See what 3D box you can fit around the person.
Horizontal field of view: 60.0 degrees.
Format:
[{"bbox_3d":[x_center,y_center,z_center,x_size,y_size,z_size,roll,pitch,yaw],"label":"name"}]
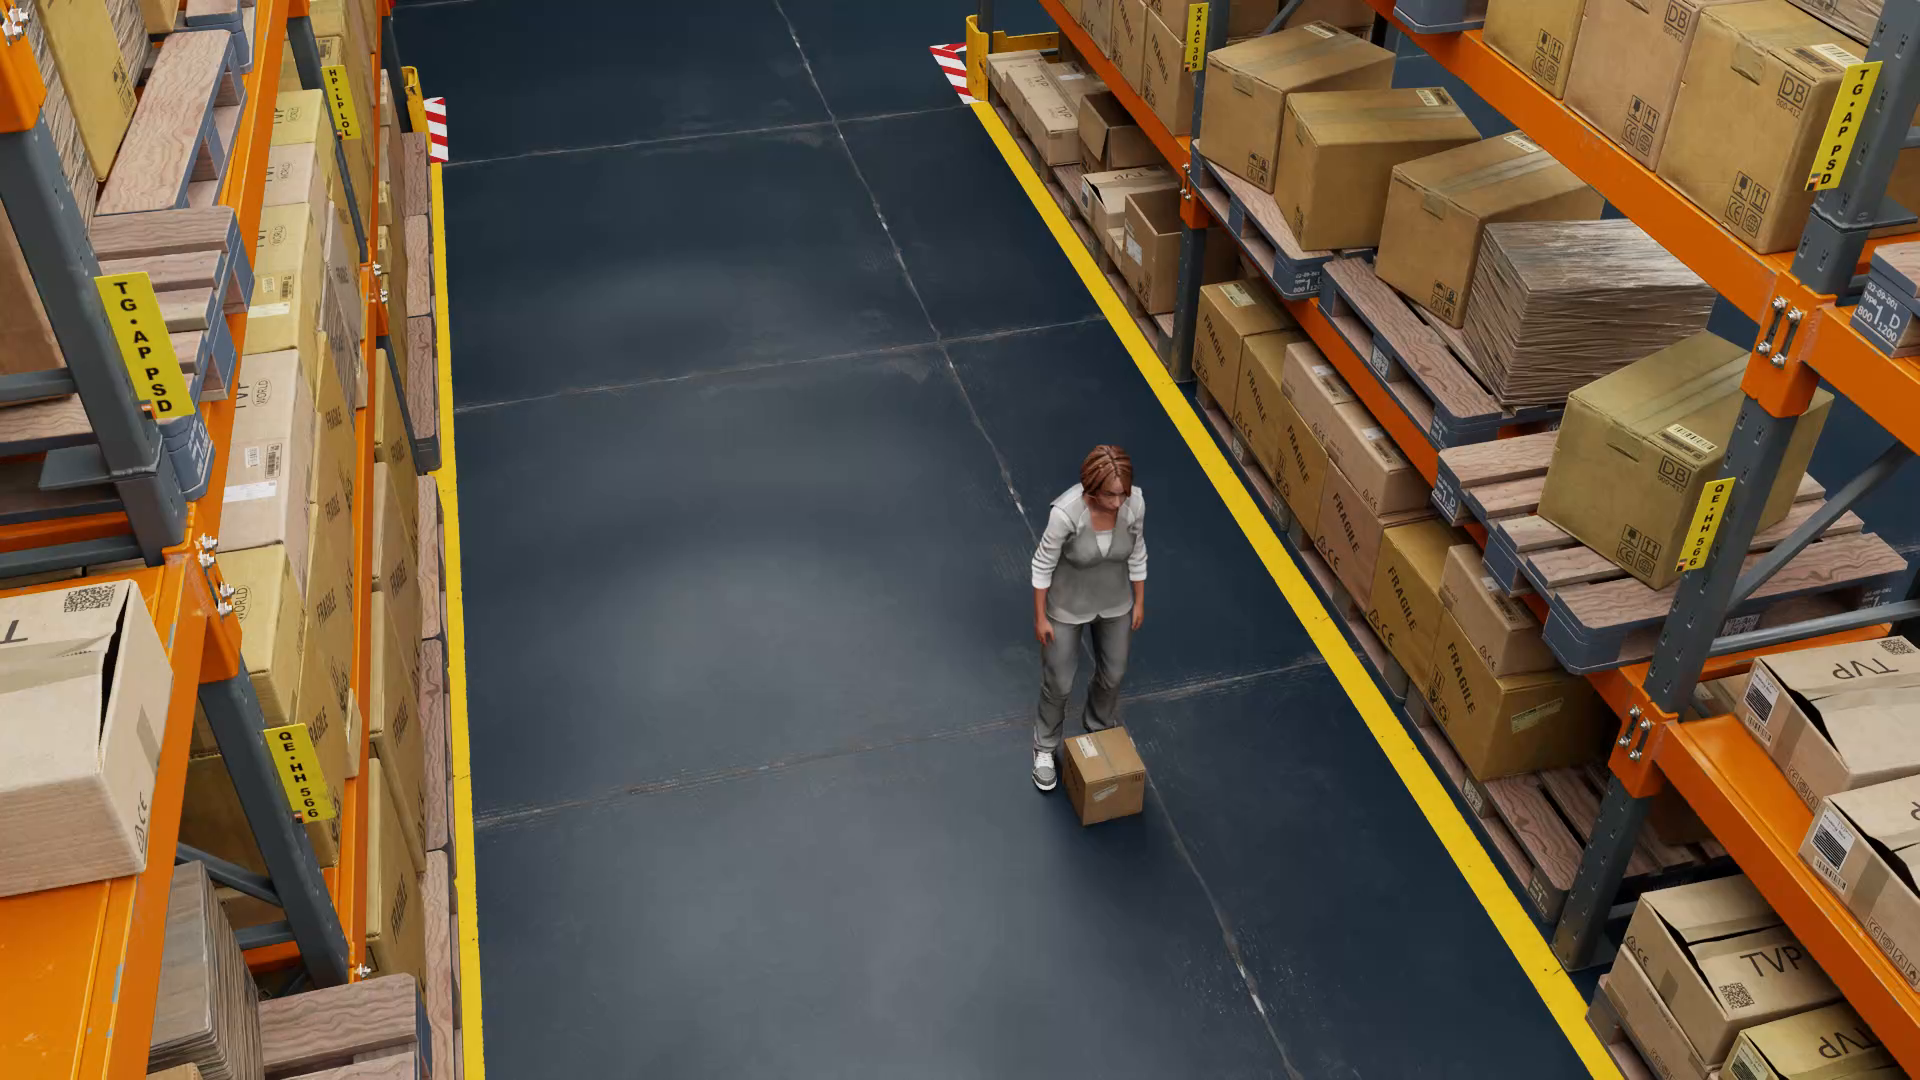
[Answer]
[{"bbox_3d":[0.495,0.293,6.400,0.460,1.537,0.345,-10,40,-13],"label":"person"}]
